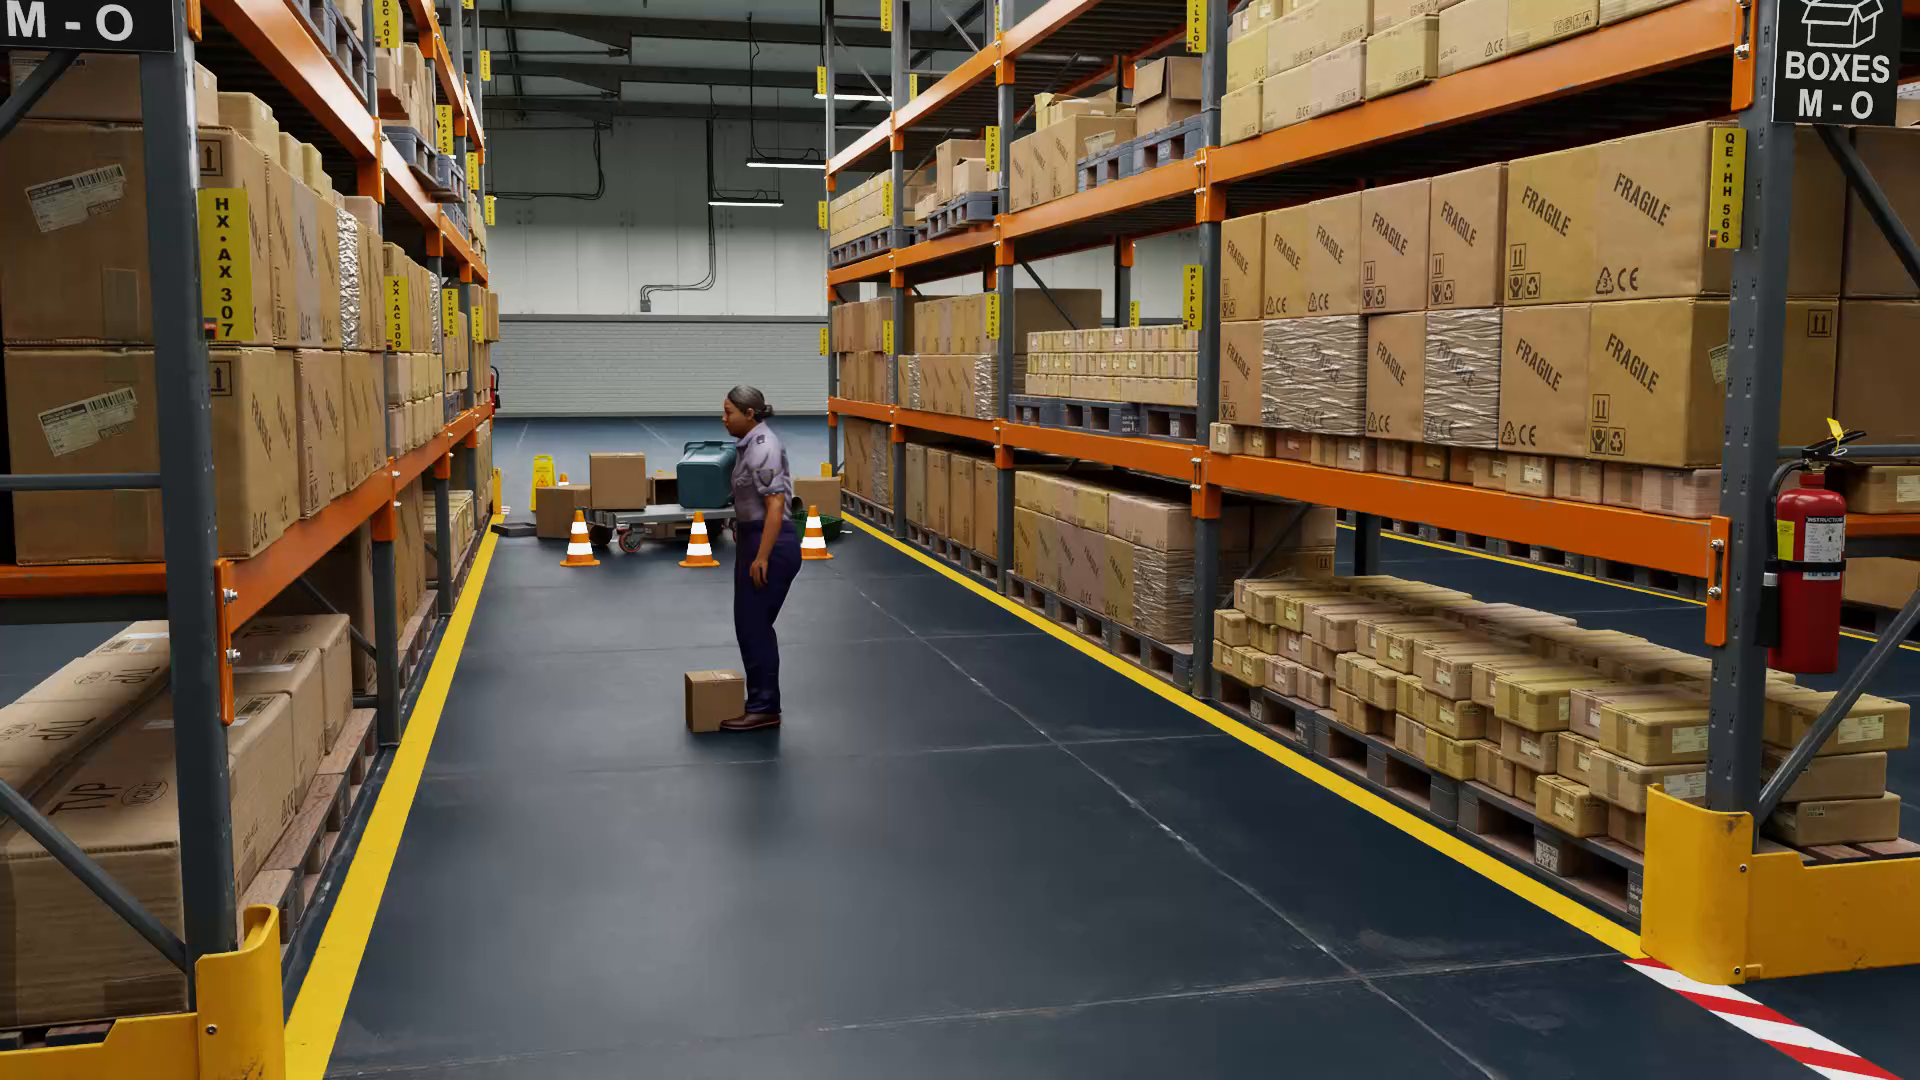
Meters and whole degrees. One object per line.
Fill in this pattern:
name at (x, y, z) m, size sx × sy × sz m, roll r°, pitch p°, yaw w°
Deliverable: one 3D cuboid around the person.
person at (-0.985, 0.074, 8.043) m, size 0.414 × 1.651 × 0.545 m, roll -2°, pitch 6°, yaw -14°
